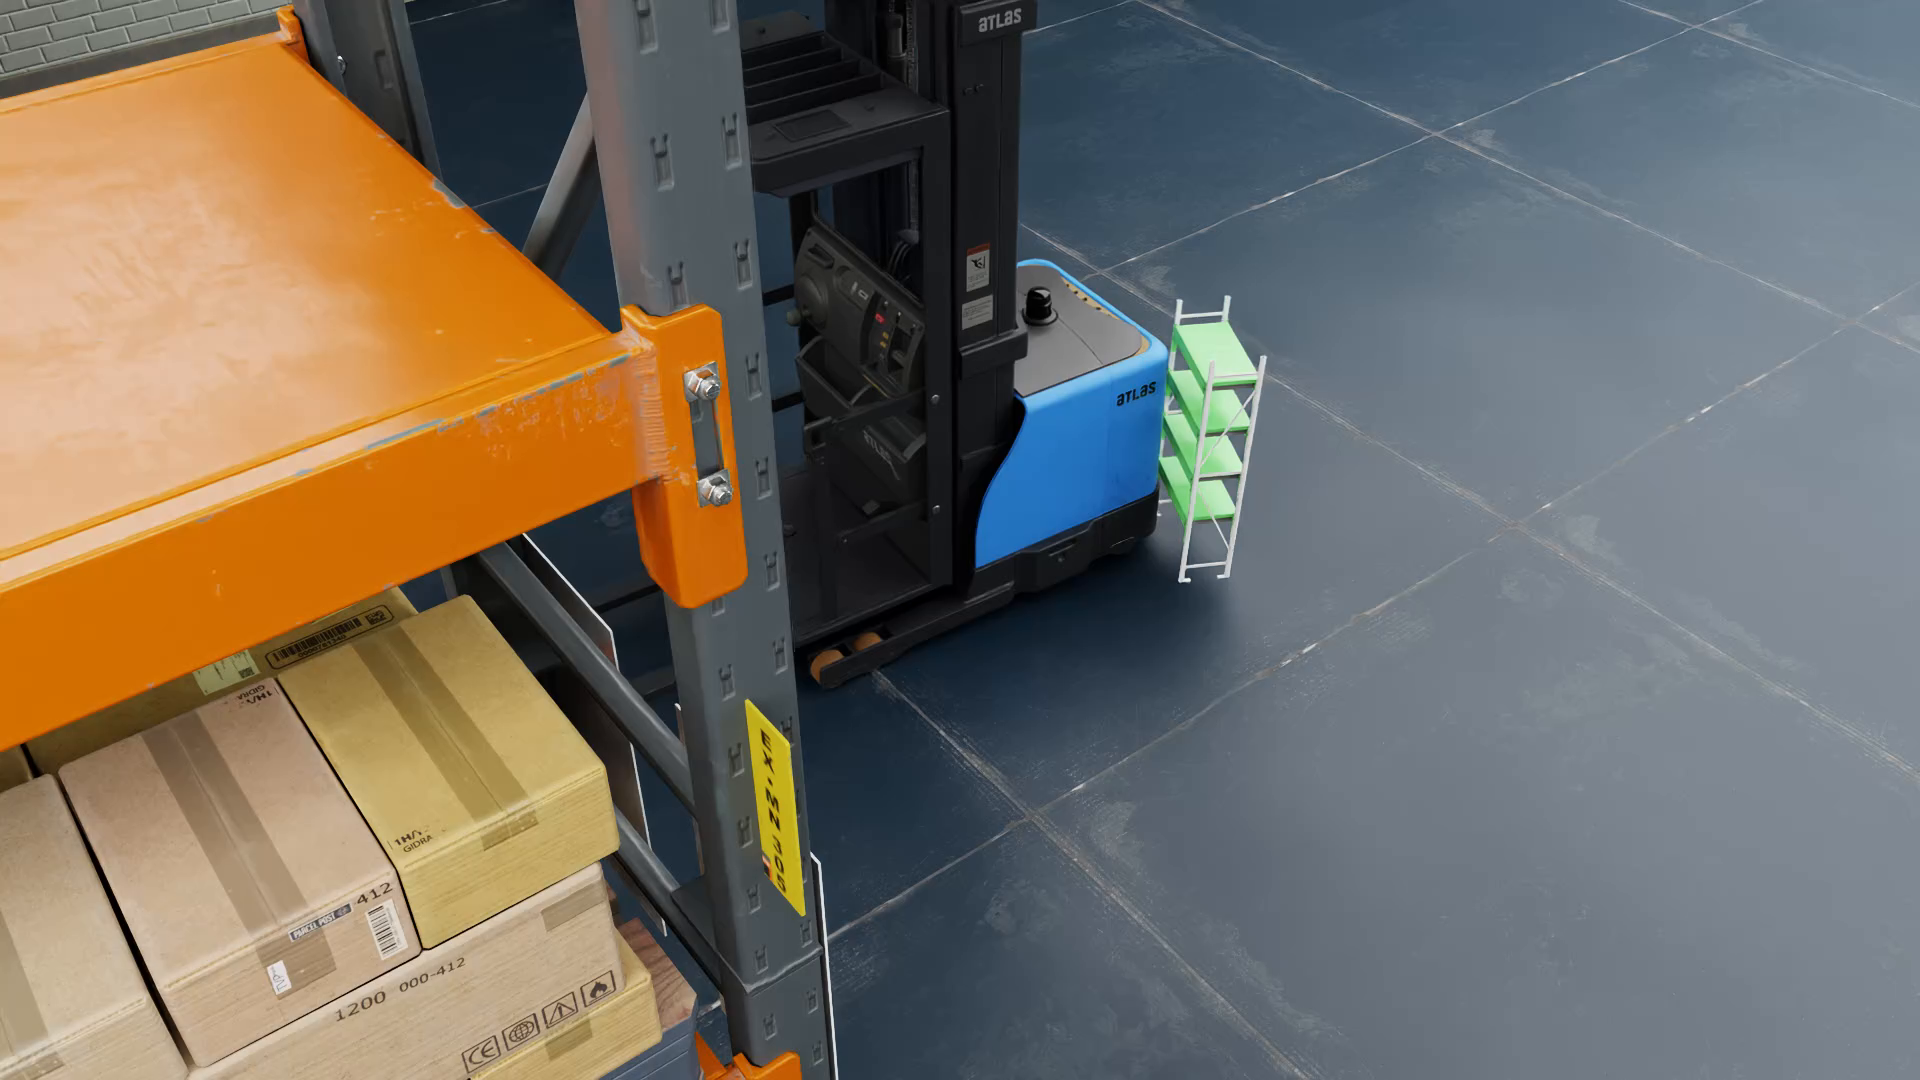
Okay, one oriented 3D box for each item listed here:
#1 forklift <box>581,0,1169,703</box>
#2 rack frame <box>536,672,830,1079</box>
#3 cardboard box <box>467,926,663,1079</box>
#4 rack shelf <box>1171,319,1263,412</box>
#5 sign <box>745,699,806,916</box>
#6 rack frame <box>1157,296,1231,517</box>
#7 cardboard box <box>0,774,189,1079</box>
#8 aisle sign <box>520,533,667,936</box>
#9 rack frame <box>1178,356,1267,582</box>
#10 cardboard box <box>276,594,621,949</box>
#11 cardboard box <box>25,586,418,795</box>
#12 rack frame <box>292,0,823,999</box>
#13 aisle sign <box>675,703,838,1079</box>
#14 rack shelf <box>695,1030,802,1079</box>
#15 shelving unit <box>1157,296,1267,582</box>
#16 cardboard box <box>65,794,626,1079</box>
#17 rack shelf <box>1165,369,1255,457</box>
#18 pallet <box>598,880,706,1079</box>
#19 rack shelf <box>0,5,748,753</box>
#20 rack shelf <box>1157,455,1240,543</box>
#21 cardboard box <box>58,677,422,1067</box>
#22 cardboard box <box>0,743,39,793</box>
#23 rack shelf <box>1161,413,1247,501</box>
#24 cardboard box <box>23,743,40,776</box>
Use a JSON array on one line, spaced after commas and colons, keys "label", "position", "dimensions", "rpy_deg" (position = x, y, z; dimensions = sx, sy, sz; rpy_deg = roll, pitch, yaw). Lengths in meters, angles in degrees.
[{"label": "forklift", "position": [-0.589, -0.883, 6.649], "dimensions": [3.031, 2.935, 1.130], "rpy_deg": [-22, 44, -25]}, {"label": "rack frame", "position": [-0.554, 1.535, 3.647], "dimensions": [0.127, 3.000, 1.000], "rpy_deg": [-26, 46, -28]}, {"label": "cardboard box", "position": [-0.611, 0.570, 2.246], "dimensions": [0.250, 0.149, 0.380], "rpy_deg": [-26, 46, -28]}, {"label": "rack shelf", "position": [1.106, -0.762, 7.204], "dimensions": [0.258, 0.148, 0.480], "rpy_deg": [-5, 40, -9]}, {"label": "sign", "position": [-0.234, 0.342, 2.101], "dimensions": [0.005, 0.325, 0.100], "rpy_deg": [-26, 46, -28]}, {"label": "rack frame", "position": [1.050, -0.591, 7.652], "dimensions": [0.240, 1.200, 0.015], "rpy_deg": [-5, 40, -9]}, {"label": "cardboard box", "position": [-1.016, 0.459, 1.754], "dimensions": [0.250, 0.149, 0.380], "rpy_deg": [-25, 46, -27]}, {"label": "aisle sign", "position": [-0.680, 0.352, 3.040], "dimensions": [0.004, 0.787, 0.394], "rpy_deg": [-26, 46, -28]}, {"label": "rack frame", "position": [1.139, -0.287, 7.281], "dimensions": [0.240, 1.200, 0.015], "rpy_deg": [-5, 40, -9]}, {"label": "cardboard box", "position": [-0.614, 0.264, 1.991], "dimensions": [0.250, 0.149, 0.380], "rpy_deg": [-26, 46, -28]}, {"label": "cardboard box", "position": [-1.093, 0.175, 2.414], "dimensions": [0.500, 0.250, 0.500], "rpy_deg": [-26, 46, -28]}, {"label": "rack frame", "position": [-0.554, -0.784, 1.745], "dimensions": [0.127, 3.000, 1.000], "rpy_deg": [-26, 46, -28]}, {"label": "aisle sign", "position": [-0.315, 0.653, 2.672], "dimensions": [0.004, 0.787, 0.394], "rpy_deg": [-26, 46, -28]}, {"label": "rack shelf", "position": [-2.139, 1.426, 1.982], "dimensions": [4.000, 0.370, 1.077], "rpy_deg": [-26, 46, -28]}, {"label": "shelving unit", "position": [1.095, -0.439, 7.467], "dimensions": [0.258, 1.200, 0.503], "rpy_deg": [-5, 40, -9]}, {"label": "cardboard box", "position": [-0.771, 0.447, 2.082], "dimensions": [0.500, 0.250, 0.500], "rpy_deg": [-25, 46, -28]}, {"label": "rack shelf", "position": [1.100, -0.576, 7.356], "dimensions": [0.258, 0.148, 0.480], "rpy_deg": [-5, 40, -9]}, {"label": "pallet", "position": [-1.135, 0.702, 2.368], "dimensions": [1.213, 0.211, 1.003], "rpy_deg": [-26, 46, -28]}, {"label": "rack shelf", "position": [-2.139, 0.421, 1.157], "dimensions": [4.000, 0.370, 1.077], "rpy_deg": [-26, 46, -28]}, {"label": "rack shelf", "position": [1.086, -0.203, 7.658], "dimensions": [0.258, 0.148, 0.480], "rpy_deg": [-5, 40, -9]}, {"label": "cardboard box", "position": [-0.813, 0.360, 1.874], "dimensions": [0.250, 0.149, 0.380], "rpy_deg": [-26, 46, -28]}, {"label": "cardboard box", "position": [-1.494, 0.372, 2.174], "dimensions": [0.500, 0.250, 0.500], "rpy_deg": [-27, 46, -29]}, {"label": "rack shelf", "position": [1.093, -0.389, 7.507], "dimensions": [0.258, 0.148, 0.480], "rpy_deg": [-5, 40, -9]}, {"label": "cardboard box", "position": [-1.421, 0.438, 2.407], "dimensions": [0.250, 0.149, 0.380], "rpy_deg": [-26, 46, -28]}]
